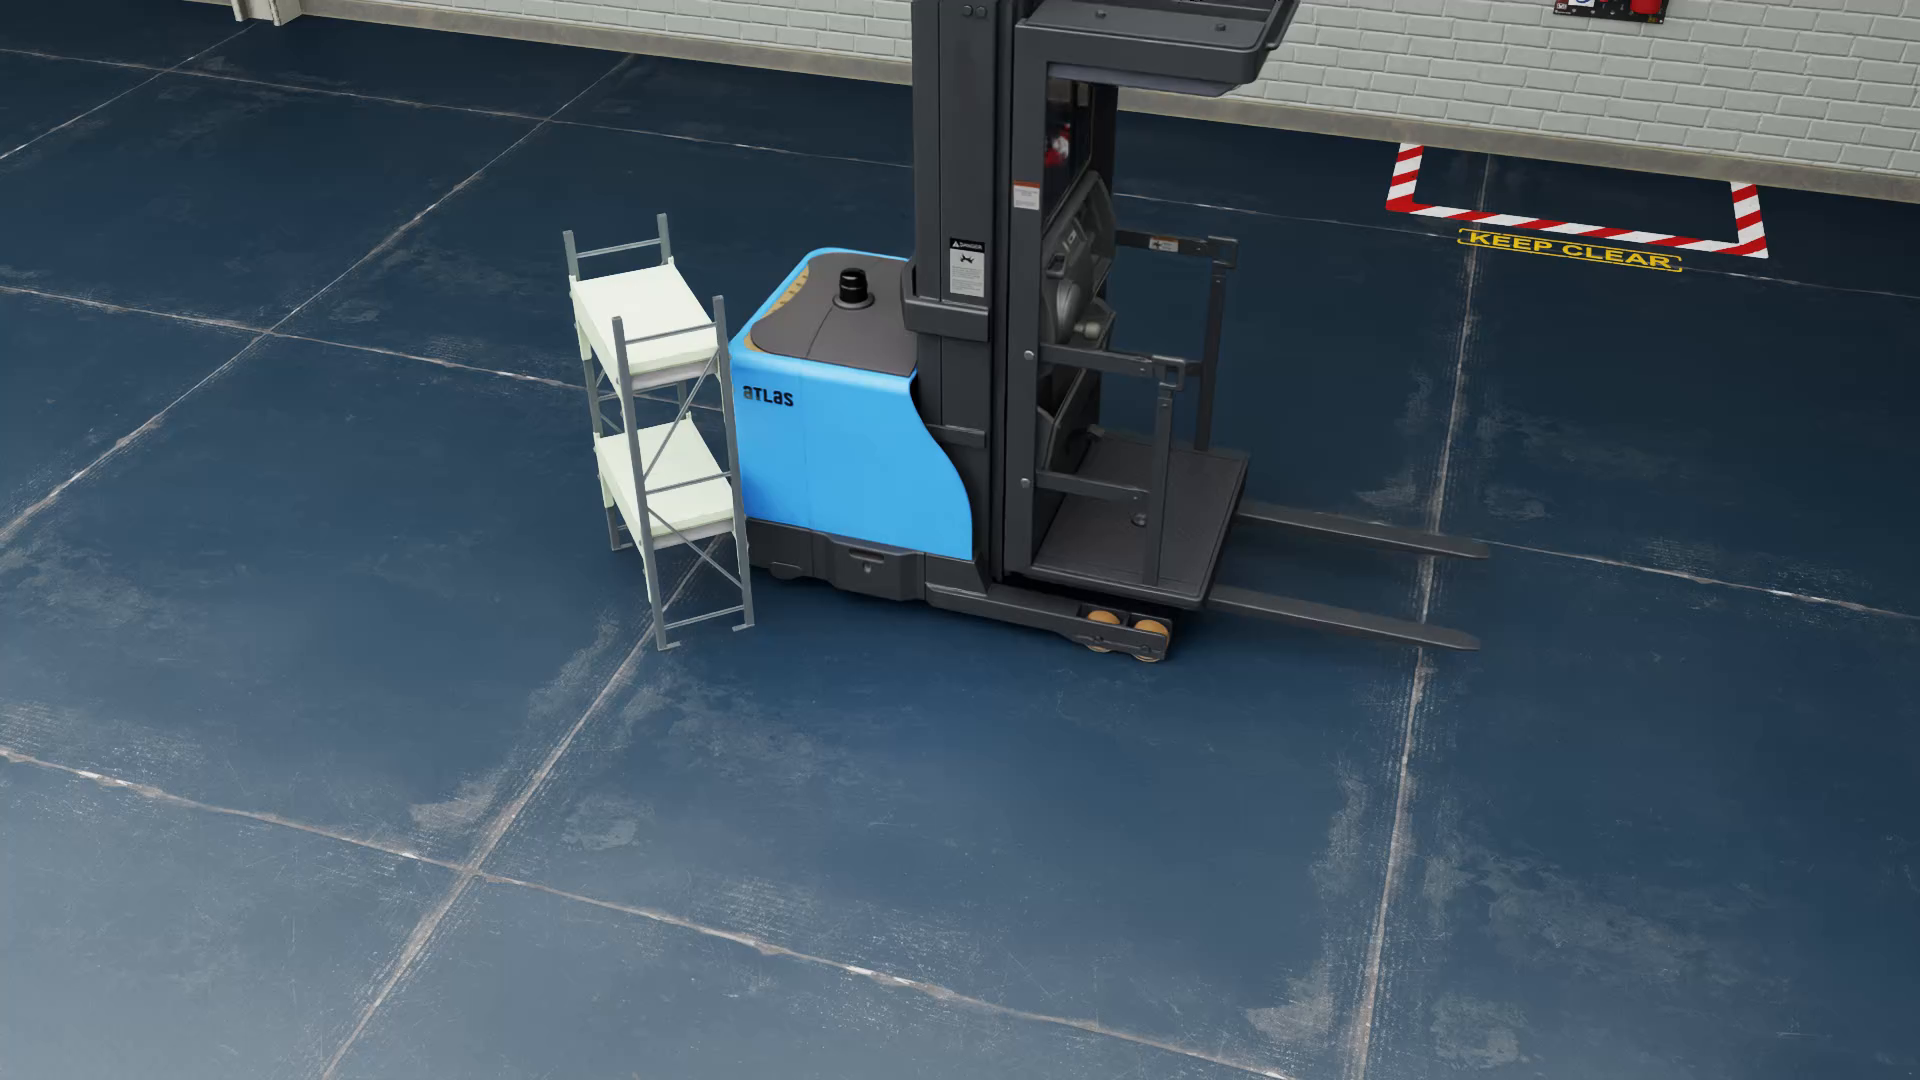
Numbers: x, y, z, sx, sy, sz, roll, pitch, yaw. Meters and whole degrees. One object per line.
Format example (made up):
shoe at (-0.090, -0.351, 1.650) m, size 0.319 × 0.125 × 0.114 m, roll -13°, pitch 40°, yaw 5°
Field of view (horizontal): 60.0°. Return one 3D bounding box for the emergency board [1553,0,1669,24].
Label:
emergency board at (3.852, -3.533, 9.520) m, size 0.643 × 1.169 × 0.194 m, roll 10°, pitch 38°, yaw 14°

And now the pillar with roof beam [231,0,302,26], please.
pillar with roof beam at (-6.538, -5.176, 6.692) m, size 0.400 × 9.000 × 9.100 m, roll 10°, pitch 38°, yaw 14°

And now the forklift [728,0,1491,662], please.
forklift at (0.635, -1.052, 6.206) m, size 3.031 × 2.935 × 1.130 m, roll 11°, pitch 38°, yaw 14°

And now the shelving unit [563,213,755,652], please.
shelving unit at (-1.172, -0.409, 6.541) m, size 0.431 × 1.500 × 0.755 m, roll -15°, pitch 39°, yaw -19°

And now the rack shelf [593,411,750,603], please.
rack shelf at (-1.172, -0.147, 6.734) m, size 0.431 × 0.370 × 0.720 m, roll -15°, pitch 39°, yaw -19°

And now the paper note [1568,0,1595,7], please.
paper note at (3.704, -3.249, 9.877) m, size 0.142 × 0.148 × 0.016 m, roll 10°, pitch 38°, yaw 14°

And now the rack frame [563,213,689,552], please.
rack frame at (-1.320, -0.608, 6.810) m, size 0.400 × 1.500 × 0.023 m, roll -15°, pitch 39°, yaw -19°

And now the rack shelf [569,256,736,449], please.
rack shelf at (-1.172, -0.724, 6.310) m, size 0.431 × 0.370 × 0.720 m, roll -15°, pitch 39°, yaw -19°

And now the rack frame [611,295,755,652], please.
rack frame at (-1.024, -0.211, 6.271) m, size 0.400 × 1.500 × 0.023 m, roll -15°, pitch 39°, yaw -19°
